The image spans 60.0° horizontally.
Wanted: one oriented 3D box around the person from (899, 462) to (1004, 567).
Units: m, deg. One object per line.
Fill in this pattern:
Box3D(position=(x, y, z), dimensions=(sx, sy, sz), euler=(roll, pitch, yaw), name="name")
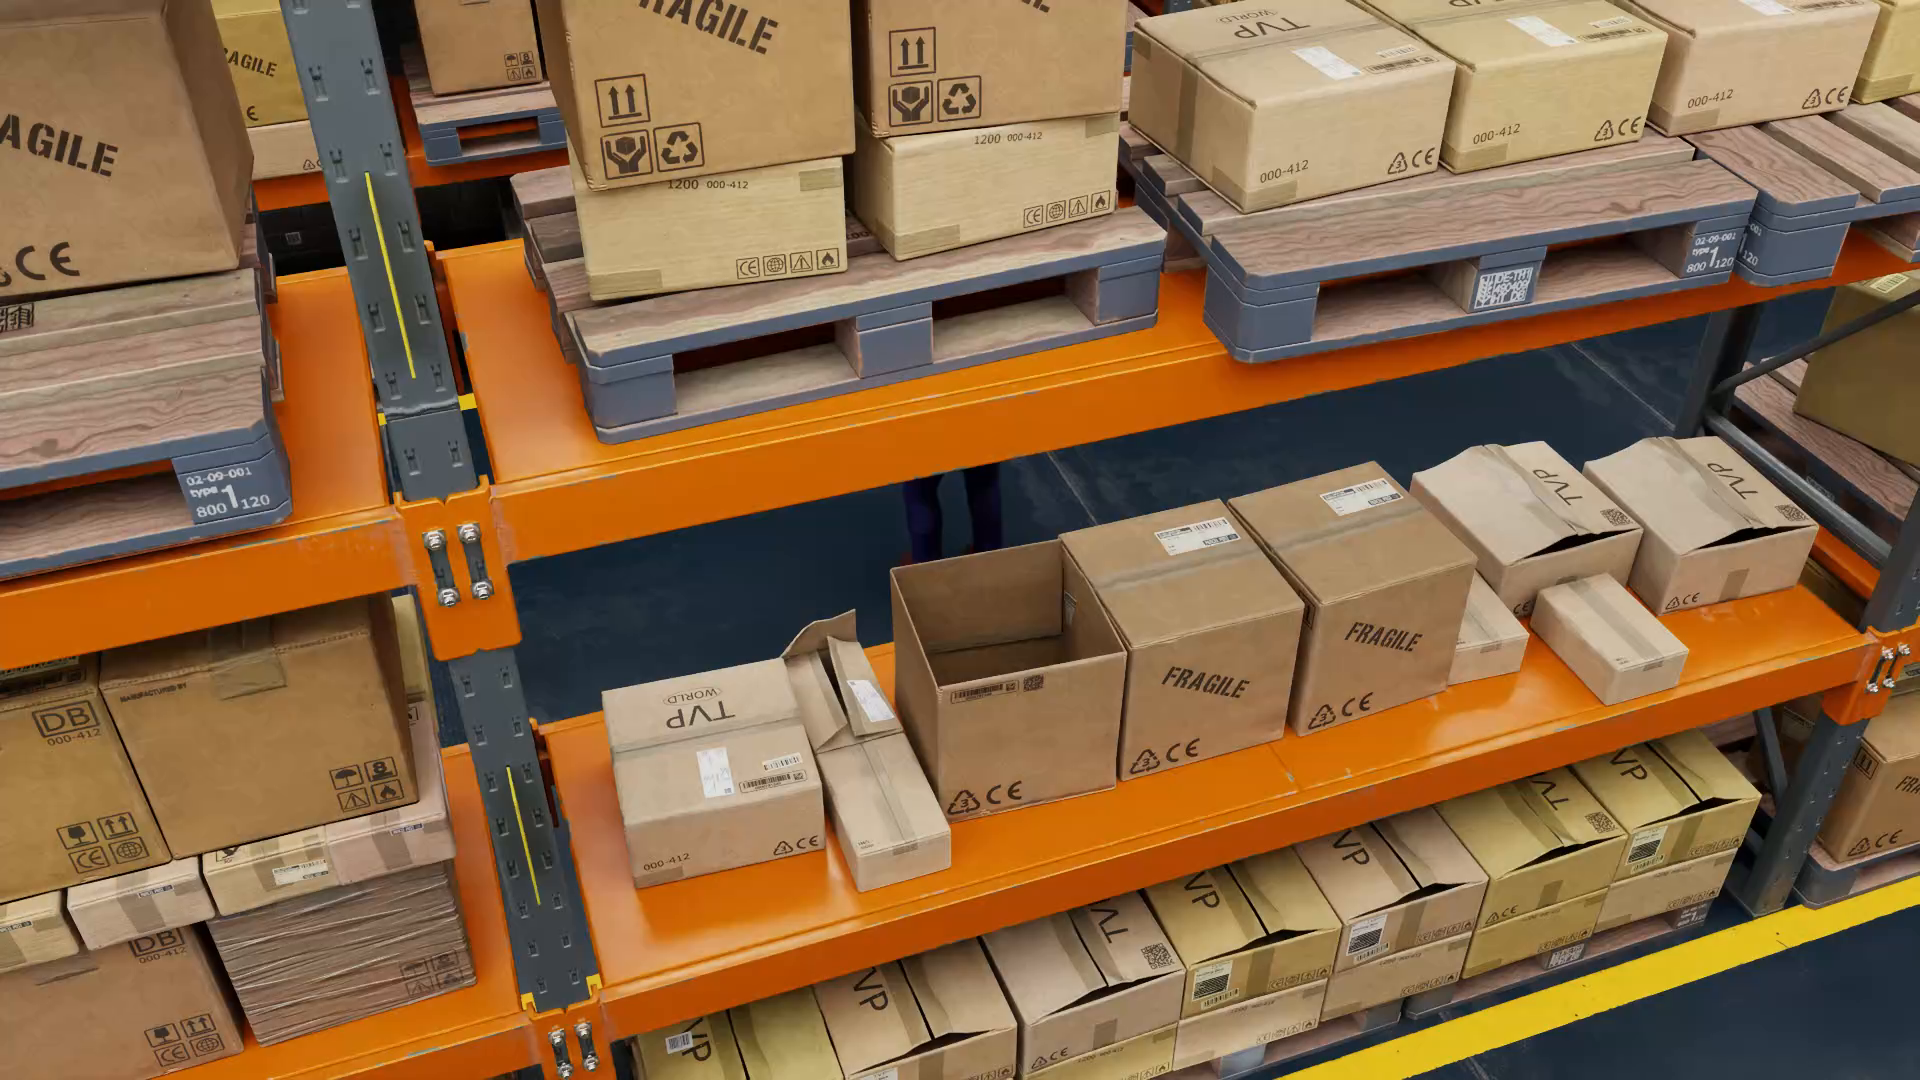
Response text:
Box3D(position=(-0.044, -0.517, 6.817), dimensions=(0.502, 1.656, 0.437), euler=(-13, 40, -16), name="person")
